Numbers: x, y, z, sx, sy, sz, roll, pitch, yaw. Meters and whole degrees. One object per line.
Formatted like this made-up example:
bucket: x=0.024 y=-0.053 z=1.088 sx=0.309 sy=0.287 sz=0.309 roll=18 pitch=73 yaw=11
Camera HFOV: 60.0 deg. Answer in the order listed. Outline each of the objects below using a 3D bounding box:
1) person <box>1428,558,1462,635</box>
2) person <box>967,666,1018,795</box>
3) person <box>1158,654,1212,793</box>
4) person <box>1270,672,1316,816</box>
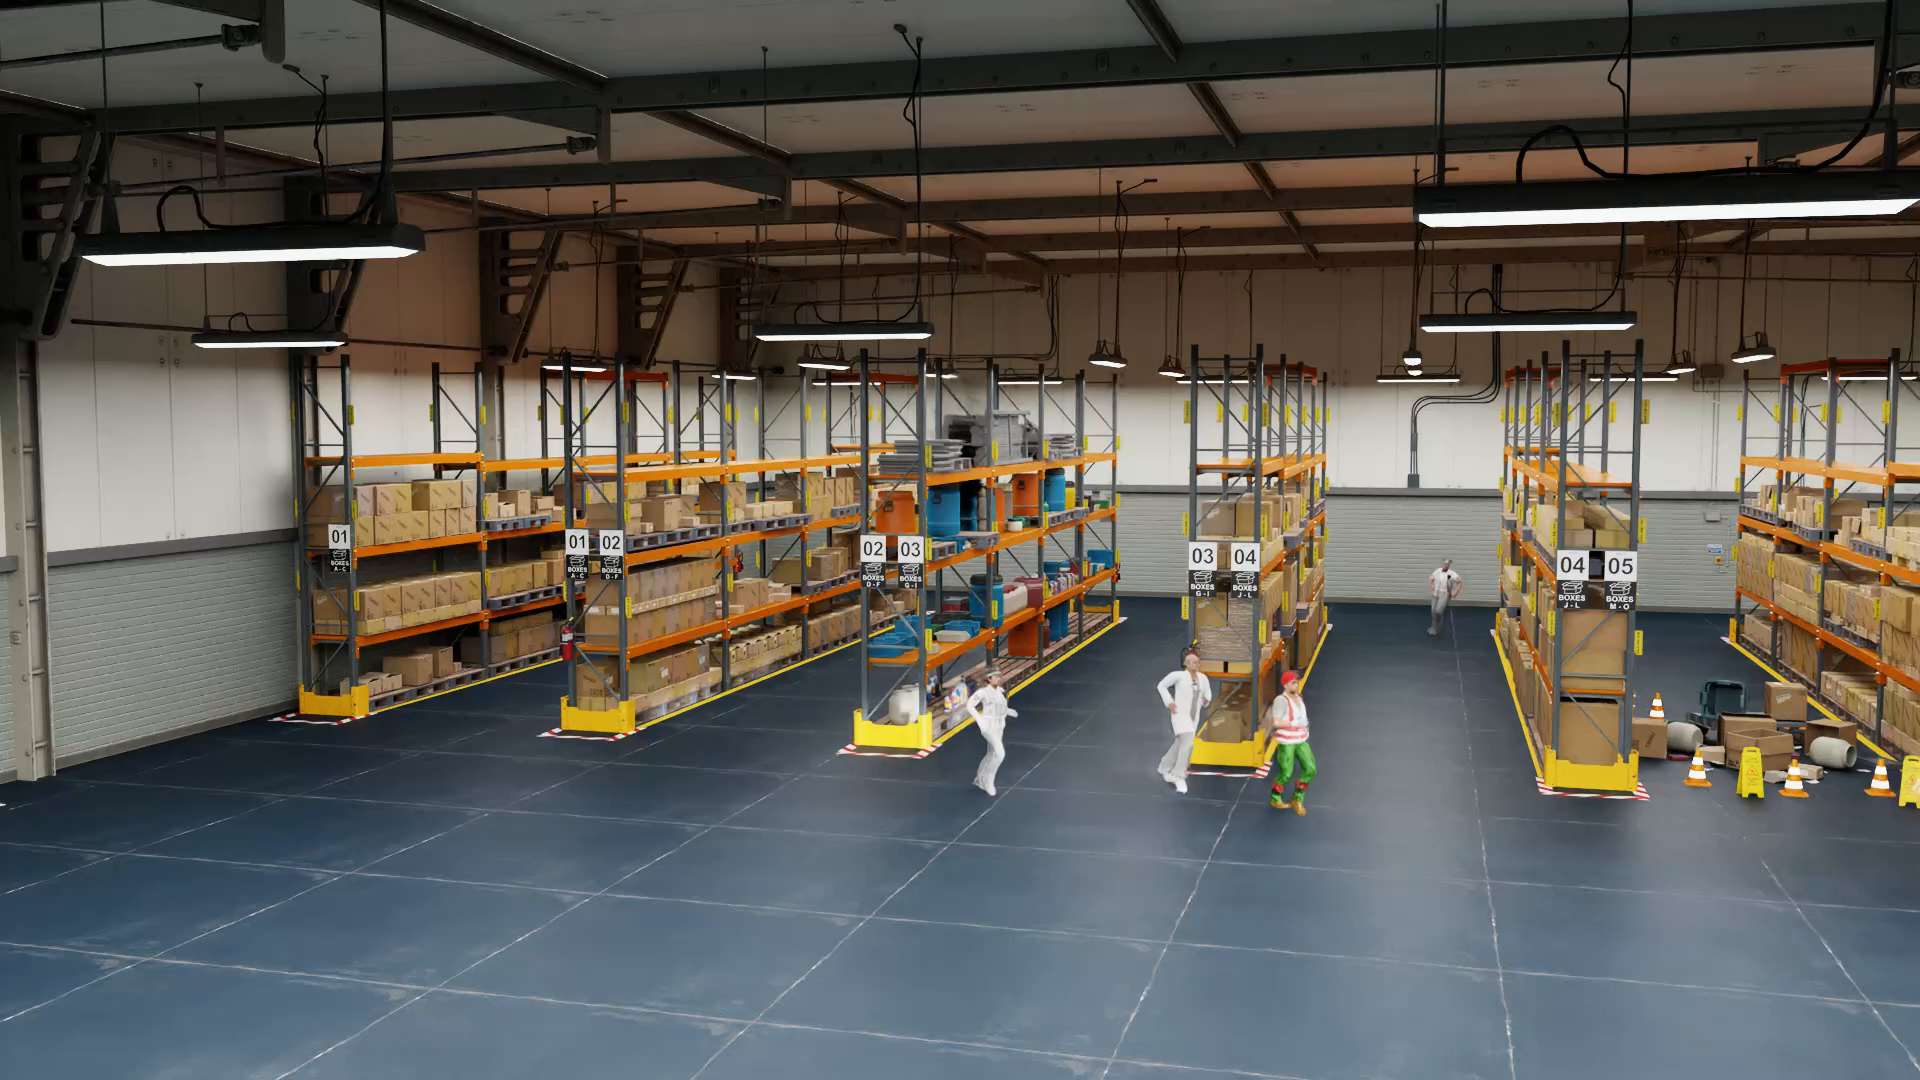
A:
person: x=11.019 y=1.293 z=37.956 sx=0.759 sy=1.787 sz=0.653 roll=4 pitch=6 yaw=41
person: x=0.446 y=2.518 z=22.017 sx=0.683 sy=1.713 sz=0.587 roll=4 pitch=6 yaw=40
person: x=3.047 y=2.440 z=22.490 sx=0.696 sy=1.834 sz=0.802 roll=-3 pitch=5 yaw=-35
person: x=4.175 y=2.557 z=20.792 sx=0.631 sy=1.820 sz=0.689 roll=-3 pitch=5 yaw=-34
